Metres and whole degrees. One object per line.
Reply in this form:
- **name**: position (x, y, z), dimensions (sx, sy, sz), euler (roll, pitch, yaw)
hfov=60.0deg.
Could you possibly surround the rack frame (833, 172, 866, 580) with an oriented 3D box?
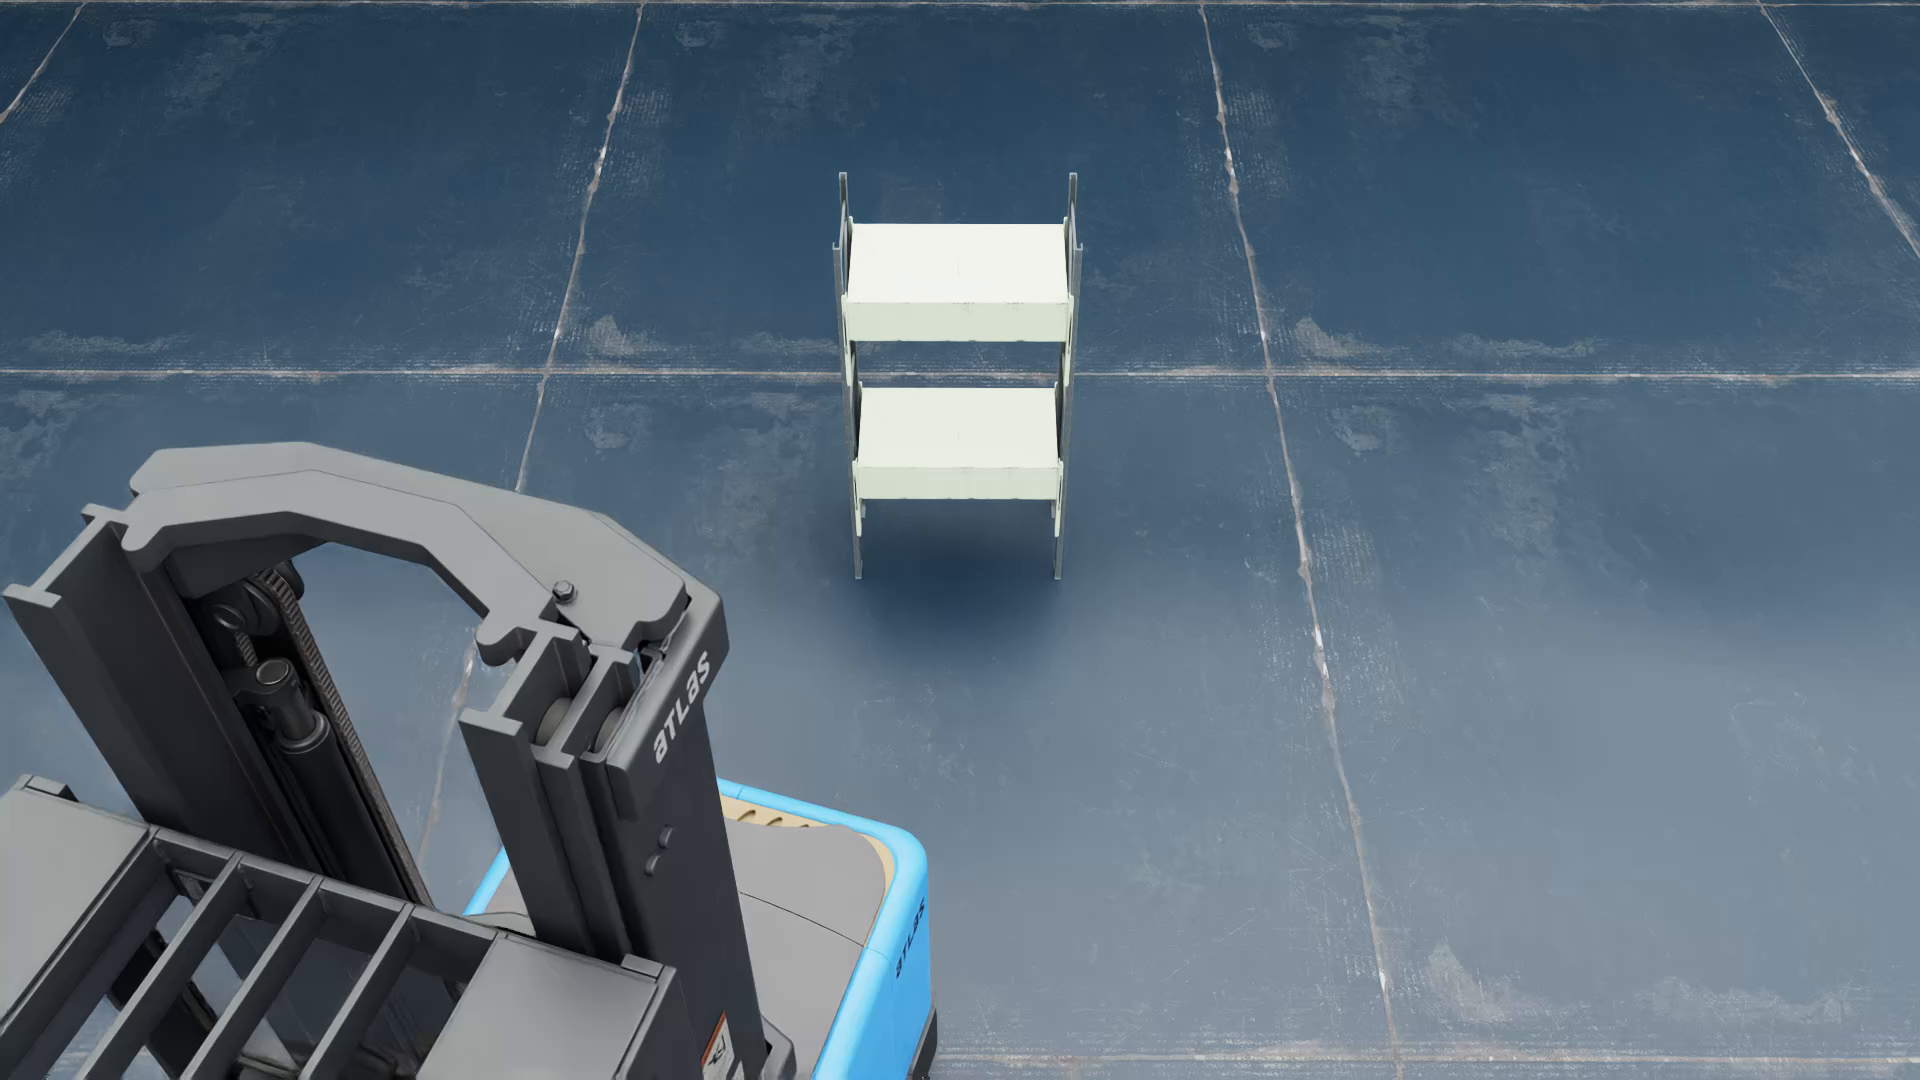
- **rack frame**: position (-0.373, -0.512, 5.702), dimensions (0.023, 1.500, 0.400), euler (0, 47, 0)

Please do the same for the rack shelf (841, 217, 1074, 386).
- **rack shelf**: position (-0.007, -0.777, 5.415), dimensions (0.720, 0.370, 0.431), euler (0, 47, 0)

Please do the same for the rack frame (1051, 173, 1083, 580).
- **rack frame**: position (0.359, -0.510, 5.700), dimensions (0.023, 1.500, 0.400), euler (0, 47, 0)

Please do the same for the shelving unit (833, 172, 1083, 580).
- **shelving unit**: position (-0.007, -0.511, 5.701), dimensions (0.755, 1.500, 0.431), euler (0, 47, 0)

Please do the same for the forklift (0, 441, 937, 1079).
- **forklift**: position (-1.000, 1.384, 2.959), dimensions (1.130, 2.935, 3.031), euler (13, 48, 12)

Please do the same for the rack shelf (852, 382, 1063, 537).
- **rack shelf**: position (-0.007, -0.289, 5.940), dimensions (0.720, 0.370, 0.431), euler (0, 47, 0)
